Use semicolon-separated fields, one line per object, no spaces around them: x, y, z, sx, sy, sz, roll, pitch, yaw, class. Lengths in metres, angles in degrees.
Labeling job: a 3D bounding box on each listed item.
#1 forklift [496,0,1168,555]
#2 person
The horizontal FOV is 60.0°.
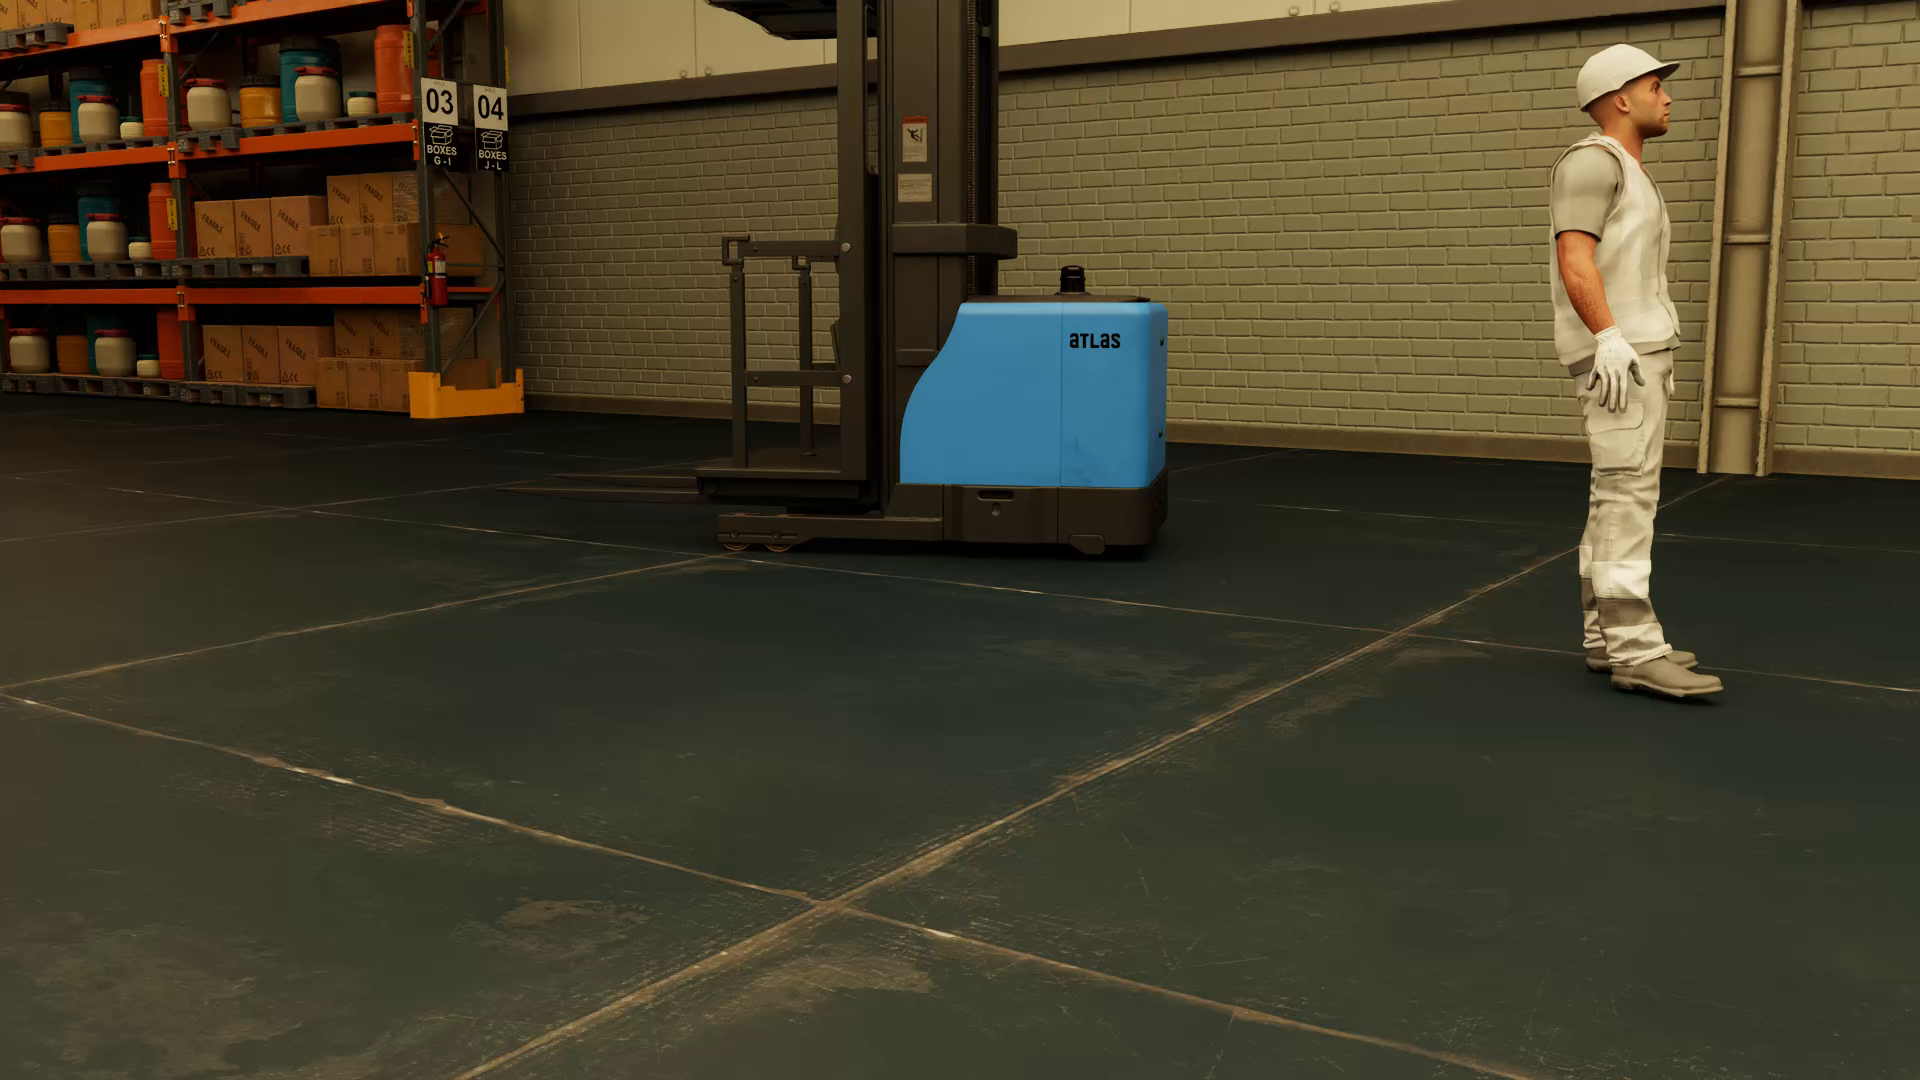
-0.596;-1.469;7.520;3.031;2.935;1.130;2;8;12;forklift
1.955;-0.500;4.713;0.564;1.787;0.638;5;10;33;person
